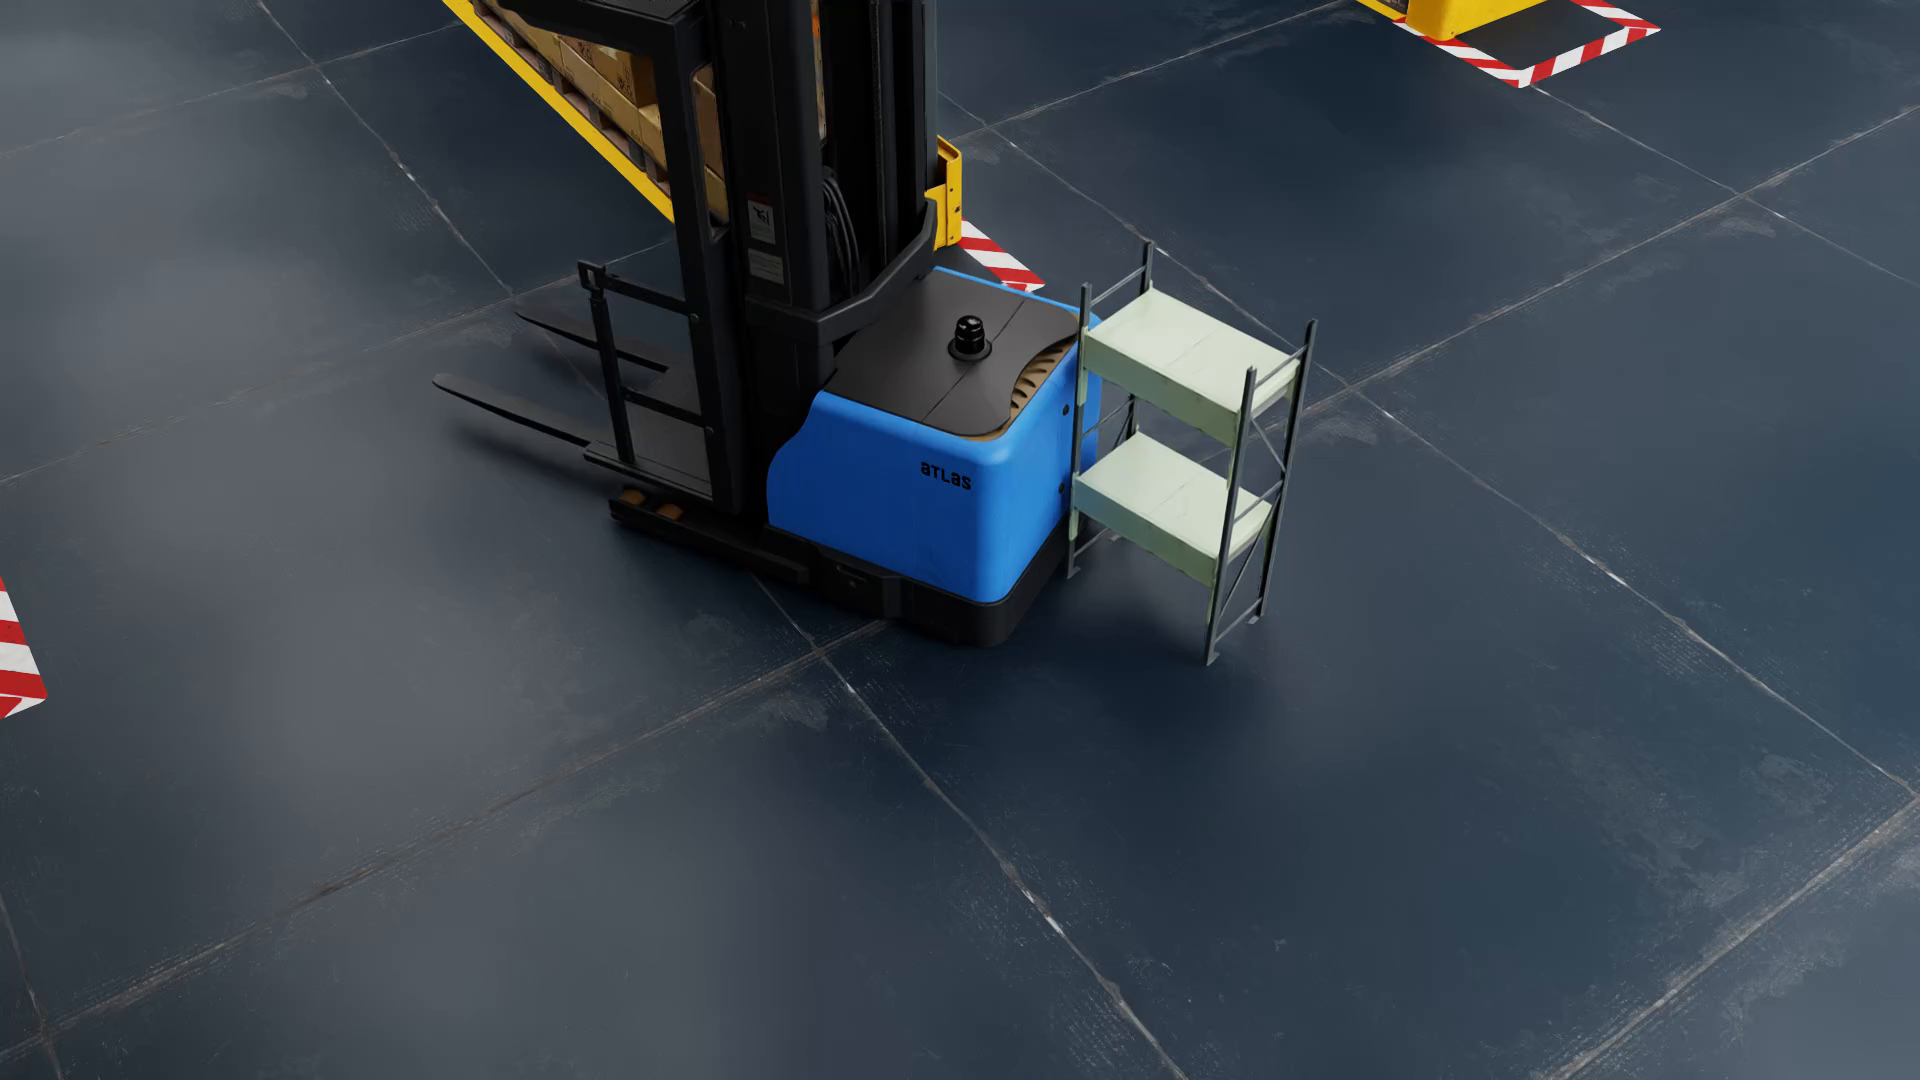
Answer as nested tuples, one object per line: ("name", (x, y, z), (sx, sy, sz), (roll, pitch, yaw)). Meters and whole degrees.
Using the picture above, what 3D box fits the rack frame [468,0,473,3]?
("rack frame", (-2.846, -4.850, 10.150), (1.000, 3.000, 0.127), (-26, 49, -24))

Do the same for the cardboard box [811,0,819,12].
("cardboard box", (-0.814, -2.891, 8.024), (0.700, 0.500, 0.500), (-26, 49, -24))

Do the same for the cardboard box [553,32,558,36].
("cardboard box", (-2.265, -3.326, 9.697), (0.500, 0.500, 0.500), (-26, 49, -24))

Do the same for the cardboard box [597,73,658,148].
("cardboard box", (-1.690, -2.490, 9.364), (0.500, 0.250, 0.500), (-26, 49, -24))

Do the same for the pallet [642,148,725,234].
("pallet", (-1.029, -1.993, 9.176), (1.003, 0.211, 1.213), (-26, 49, -24))

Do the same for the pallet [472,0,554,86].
("pallet", (-2.425, -3.375, 10.623), (1.003, 0.211, 1.213), (-26, 49, -24))

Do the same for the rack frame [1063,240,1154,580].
("rack frame", (0.584, -0.479, 6.656), (0.023, 1.500, 0.400), (32, 52, 29))

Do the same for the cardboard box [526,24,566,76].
("cardboard box", (-2.265, -3.055, 9.956), (0.500, 0.250, 0.500), (-26, 49, -24))

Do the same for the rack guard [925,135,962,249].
("rack guard", (-0.543, -1.667, 8.625), (1.175, 0.500, 0.348), (-26, 49, -24))

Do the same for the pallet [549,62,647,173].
("pallet", (-1.723, -2.683, 9.899), (1.003, 0.211, 1.213), (-26, 49, -24))

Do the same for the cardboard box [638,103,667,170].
("cardboard box", (-1.402, -2.208, 9.069), (0.500, 0.250, 0.500), (-26, 49, -24))

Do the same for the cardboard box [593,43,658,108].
("cardboard box", (-1.692, -2.760, 9.104), (0.500, 0.500, 0.500), (-26, 49, -24))

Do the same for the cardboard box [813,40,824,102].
("cardboard box", (-0.969, -2.688, 9.028), (0.500, 0.500, 0.500), (-26, 49, -24))

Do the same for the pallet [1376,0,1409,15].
("pallet", (2.965, -4.018, 11.297), (1.003, 0.211, 1.213), (-26, 49, -24))

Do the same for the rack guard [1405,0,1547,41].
("rack guard", (3.426, -3.660, 10.713), (1.175, 0.500, 0.348), (-26, 49, -24))

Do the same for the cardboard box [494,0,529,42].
("cardboard box", (-2.547, -3.340, 10.255), (0.500, 0.250, 0.500), (-26, 49, -24))

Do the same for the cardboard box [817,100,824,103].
("cardboard box", (-0.971, -2.416, 9.286), (0.500, 0.250, 0.500), (-26, 49, -24))

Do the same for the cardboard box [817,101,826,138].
("cardboard box", (-0.682, -2.134, 8.991), (0.500, 0.250, 0.500), (-26, 49, -24))

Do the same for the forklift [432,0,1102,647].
("forklift", (-0.951, -1.357, 6.540), (3.031, 2.935, 1.130), (20, 47, 20))

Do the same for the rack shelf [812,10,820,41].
("rack shelf", (-1.701, -3.458, 9.211), (1.077, 0.370, 4.000), (-26, 49, -24))

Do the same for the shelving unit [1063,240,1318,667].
("shelving unit", (0.853, -0.308, 6.477), (0.755, 1.500, 0.431), (32, 52, 29))

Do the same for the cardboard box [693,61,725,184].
("cardboard box", (-1.108, -2.200, 8.517), (0.500, 0.500, 0.500), (-26, 49, -24))

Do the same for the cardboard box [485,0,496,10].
("cardboard box", (-2.829, -3.625, 10.553), (0.500, 0.250, 0.500), (-26, 49, -24))

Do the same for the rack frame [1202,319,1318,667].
("rack frame", (1.122, -0.136, 6.298), (0.023, 1.500, 0.400), (32, 52, 29))

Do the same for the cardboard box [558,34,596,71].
("cardboard box", (-1.977, -3.044, 9.401), (0.500, 0.500, 0.500), (-26, 49, -24))

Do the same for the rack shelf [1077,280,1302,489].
("rack shelf", (0.853, -0.590, 6.208), (0.720, 0.370, 0.431), (32, 52, 29))

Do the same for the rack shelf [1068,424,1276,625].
("rack shelf", (0.853, -0.072, 6.702), (0.720, 0.370, 0.431), (32, 52, 29))

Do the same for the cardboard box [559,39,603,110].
("cardboard box", (-1.974, -2.774, 9.662), (0.500, 0.250, 0.500), (-26, 49, -24))

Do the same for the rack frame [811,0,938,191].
("rack frame", (-0.557, -2.585, 7.777), (1.000, 3.000, 0.127), (-26, 49, -24))

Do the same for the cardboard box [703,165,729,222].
("cardboard box", (-1.106, -1.929, 8.777), (0.500, 0.250, 0.500), (-26, 49, -24))
